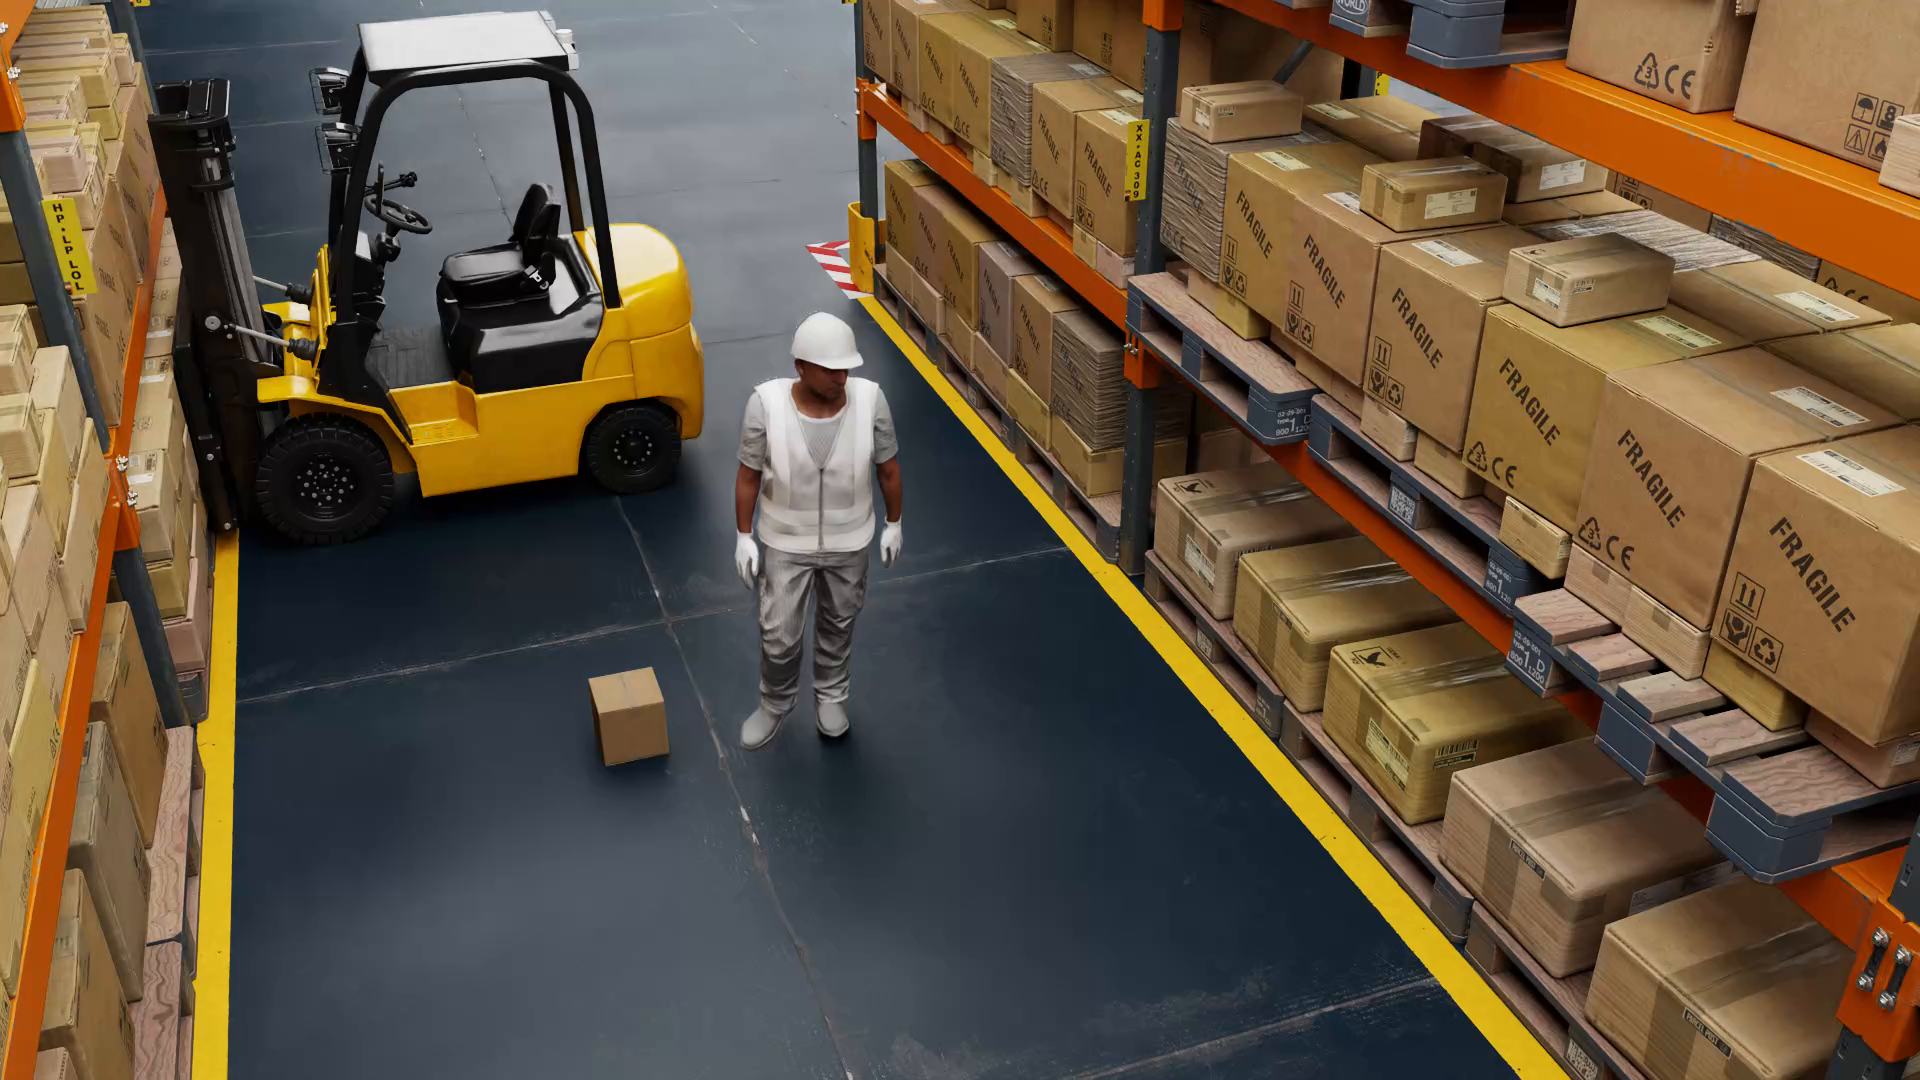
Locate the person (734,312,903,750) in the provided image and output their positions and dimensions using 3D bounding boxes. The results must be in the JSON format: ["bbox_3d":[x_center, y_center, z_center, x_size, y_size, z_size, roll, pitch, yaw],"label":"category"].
[{"bbox_3d":[-0.535,-0.017,6.102,0.665,1.769,0.452,-6,30,-11],"label":"person"}]
